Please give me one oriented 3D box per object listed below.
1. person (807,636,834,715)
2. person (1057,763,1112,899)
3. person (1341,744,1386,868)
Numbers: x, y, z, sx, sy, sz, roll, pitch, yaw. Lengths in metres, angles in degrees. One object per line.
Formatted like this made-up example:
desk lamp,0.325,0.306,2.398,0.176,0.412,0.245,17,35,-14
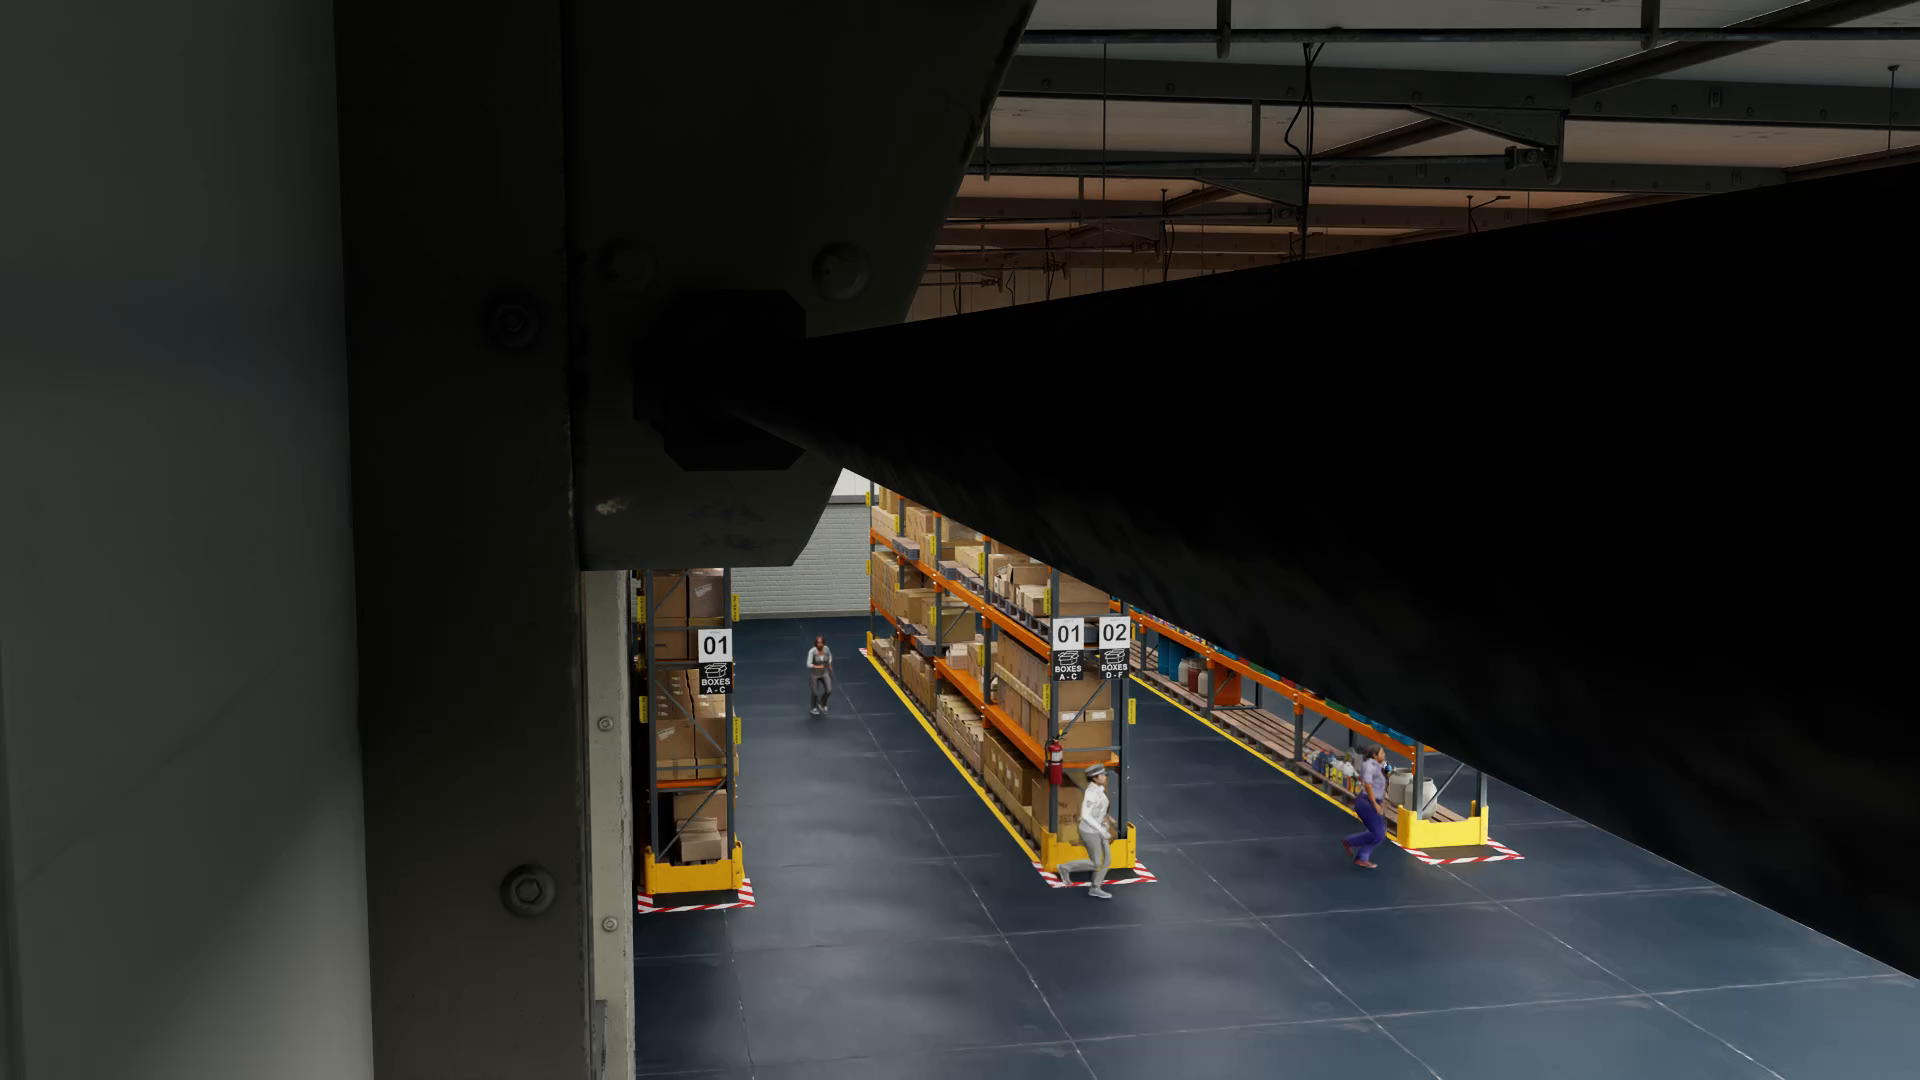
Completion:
person,-2.524,2.447,30.006,0.543,1.498,0.838,-2,6,-21
person,1.511,3.452,19.845,0.675,1.645,0.603,2,6,16
person,5.116,3.366,21.046,0.543,1.581,0.604,1,6,13
